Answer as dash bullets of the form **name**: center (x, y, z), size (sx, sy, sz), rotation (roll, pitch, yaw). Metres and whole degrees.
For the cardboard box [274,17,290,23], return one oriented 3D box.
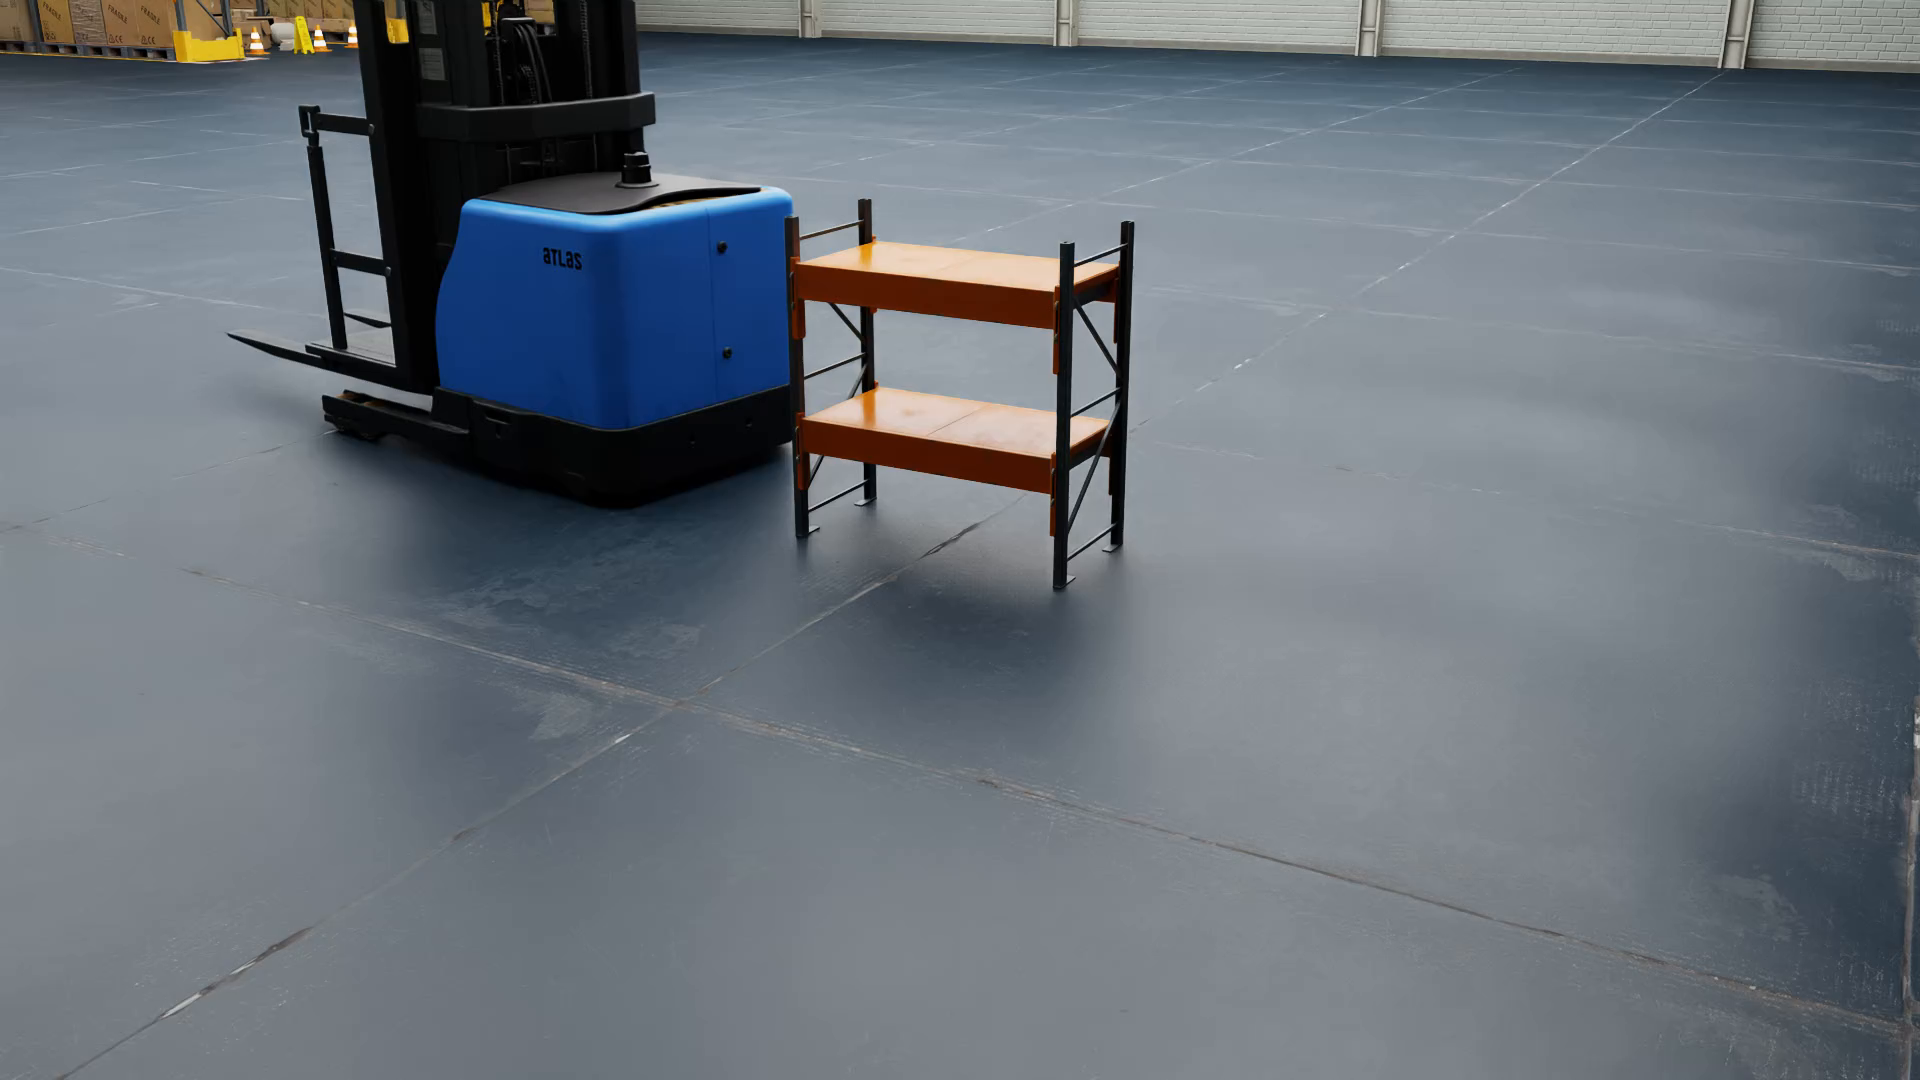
- **cardboard box**: center (-13.764, -10.610, 34.132), size (0.500, 0.250, 0.500), rotation (10, 22, 25)

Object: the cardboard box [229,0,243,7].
- **cardboard box**: center (-17.932, -13.481, 41.682), size (0.500, 0.500, 0.500), rotation (10, 22, 27)

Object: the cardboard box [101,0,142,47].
- **cardboard box**: center (-14.375, -9.165, 29.233), size (0.875, 0.875, 0.875), rotation (10, 22, 26)

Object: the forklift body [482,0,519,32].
- **forklift body**: center (-10.783, -12.070, 35.985), size (1.214, 2.155, 2.313), rotation (11, 23, 27)

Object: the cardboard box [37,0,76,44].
- **cardboard box**: center (-15.959, -9.466, 30.063), size (0.875, 0.875, 0.875), rotation (11, 23, 28)

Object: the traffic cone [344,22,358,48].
- **traffic cone**: center (-11.660, -9.713, 31.964), size (0.334, 0.463, 0.336), rotation (11, 23, 27)

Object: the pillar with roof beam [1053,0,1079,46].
- **pillar with roof beam**: center (-0.030, -12.624, 27.469), size (0.400, 9.000, 9.100), rotation (11, 23, 27)

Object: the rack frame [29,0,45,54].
- **rack frame**: center (-16.474, -10.393, 30.118), size (0.127, 3.000, 1.000), rotation (11, 23, 27)

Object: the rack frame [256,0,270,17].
- **rack frame**: center (-14.148, -11.883, 34.226), size (0.127, 3.000, 1.000), rotation (11, 23, 27)

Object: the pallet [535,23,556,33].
- **pallet**: center (-8.926, -11.500, 37.260), size (1.213, 0.211, 1.003), rotation (11, 23, 27)

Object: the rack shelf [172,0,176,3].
- **rack shelf**: center (-14.728, -9.722, 29.323), size (4.000, 0.370, 1.077), rotation (11, 23, 27)

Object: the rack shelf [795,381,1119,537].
- **rack shelf**: center (-0.006, -0.300, 5.760), size (1.000, 0.278, 0.538), rotation (11, 23, 27)

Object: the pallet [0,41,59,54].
- **pallet**: center (-17.184, -9.188, 30.885), size (1.213, 0.211, 1.003), rotation (11, 23, 27)

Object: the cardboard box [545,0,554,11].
- **cardboard box**: center (-8.816, -11.824, 36.747), size (0.500, 0.250, 0.500), rotation (10, 22, 27)

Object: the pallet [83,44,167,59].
- **pallet**: center (-14.779, -8.730, 29.622), size (1.213, 0.211, 1.003), rotation (11, 23, 27)

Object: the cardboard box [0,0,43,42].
- **cardboard box**: center (-17.059, -9.609, 30.640), size (0.750, 0.750, 1.050), rotation (11, 23, 27)

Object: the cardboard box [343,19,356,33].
- **cardboard box**: center (-11.941, -10.266, 33.184), size (0.500, 0.250, 0.500), rotation (11, 23, 27)

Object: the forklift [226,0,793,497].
- **forklift**: center (-2.110, -1.928, 6.881), size (3.031, 2.935, 1.130), rotation (15, 25, 36)

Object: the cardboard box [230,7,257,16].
- **cardboard box**: center (-15.236, -11.051, 35.168), size (0.625, 0.372, 0.950), rotation (12, 23, 31)

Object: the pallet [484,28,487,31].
- **pallet**: center (-11.056, -11.906, 38.378), size (1.213, 0.211, 1.003), rotation (11, 23, 27)

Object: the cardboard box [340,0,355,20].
- **cardboard box**: center (-11.939, -10.617, 33.052), size (0.500, 0.500, 0.500), rotation (12, 23, 29)

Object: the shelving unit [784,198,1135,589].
- **shelving unit**: center (-0.006, -0.530, 5.676), size (1.048, 1.125, 0.538), rotation (11, 23, 27)

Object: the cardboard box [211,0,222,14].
- **cardboard box**: center (-14.990, -10.529, 33.049), size (0.500, 0.500, 0.500), rotation (11, 23, 27)

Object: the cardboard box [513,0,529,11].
- **cardboard box**: center (-9.709, -11.991, 37.205), size (0.500, 0.250, 0.500), rotation (10, 22, 26)

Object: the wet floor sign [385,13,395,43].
- **wet floor sign**: center (-11.012, -9.761, 31.829), size (0.267, 0.644, 0.232), rotation (-16, 26, -38)

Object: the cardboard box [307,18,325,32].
- **cardboard box**: center (-12.828, -10.437, 33.655), size (0.500, 0.250, 0.500), rotation (10, 22, 27)

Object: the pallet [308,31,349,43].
- **pallet**: center (-12.475, -10.269, 33.865), size (1.213, 0.211, 1.003), rotation (11, 23, 27)

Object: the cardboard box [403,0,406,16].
- **cardboard box**: center (-11.246, -10.696, 33.269), size (0.500, 0.500, 0.500), rotation (10, 22, 26)

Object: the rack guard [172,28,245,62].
- **rack guard**: center (-12.960, -8.549, 28.699), size (0.348, 0.500, 1.175), rotation (11, 23, 27)

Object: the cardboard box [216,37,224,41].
- **cardboard box**: center (-14.075, -9.370, 31.307), size (0.258, 0.266, 0.396), rotation (16, 25, 36)

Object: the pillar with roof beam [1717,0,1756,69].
- **pillar with roof beam**: center (10.446, -10.628, 21.968), size (0.400, 9.000, 9.100), rotation (11, 23, 27)

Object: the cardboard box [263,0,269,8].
- **cardboard box**: center (-17.049, -13.309, 41.206), size (0.500, 0.500, 0.500), rotation (10, 22, 25)

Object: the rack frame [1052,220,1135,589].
- **rack frame**: center (0.438, -0.445, 5.443), size (0.032, 1.125, 0.500), rotation (11, 23, 27)

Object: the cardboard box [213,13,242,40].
- **cardboard box**: center (-14.244, -9.800, 31.945), size (0.503, 0.637, 0.797), rotation (11, 23, 27)

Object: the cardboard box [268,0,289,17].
- **cardboard box**: center (-13.764, -10.962, 34.004), size (0.500, 0.500, 0.500), rotation (12, 23, 30)

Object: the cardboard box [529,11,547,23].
- **cardboard box**: center (-9.232, -11.671, 37.057), size (0.500, 0.250, 0.500), rotation (11, 23, 27)

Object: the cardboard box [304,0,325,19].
- **cardboard box**: center (-12.839, -10.790, 33.529), size (0.500, 0.500, 0.500), rotation (12, 23, 30)

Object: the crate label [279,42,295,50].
- **crate label**: center (-12.621, -9.285, 31.262), size (0.298, 0.136, 0.250), rotation (0, 20, -1)
